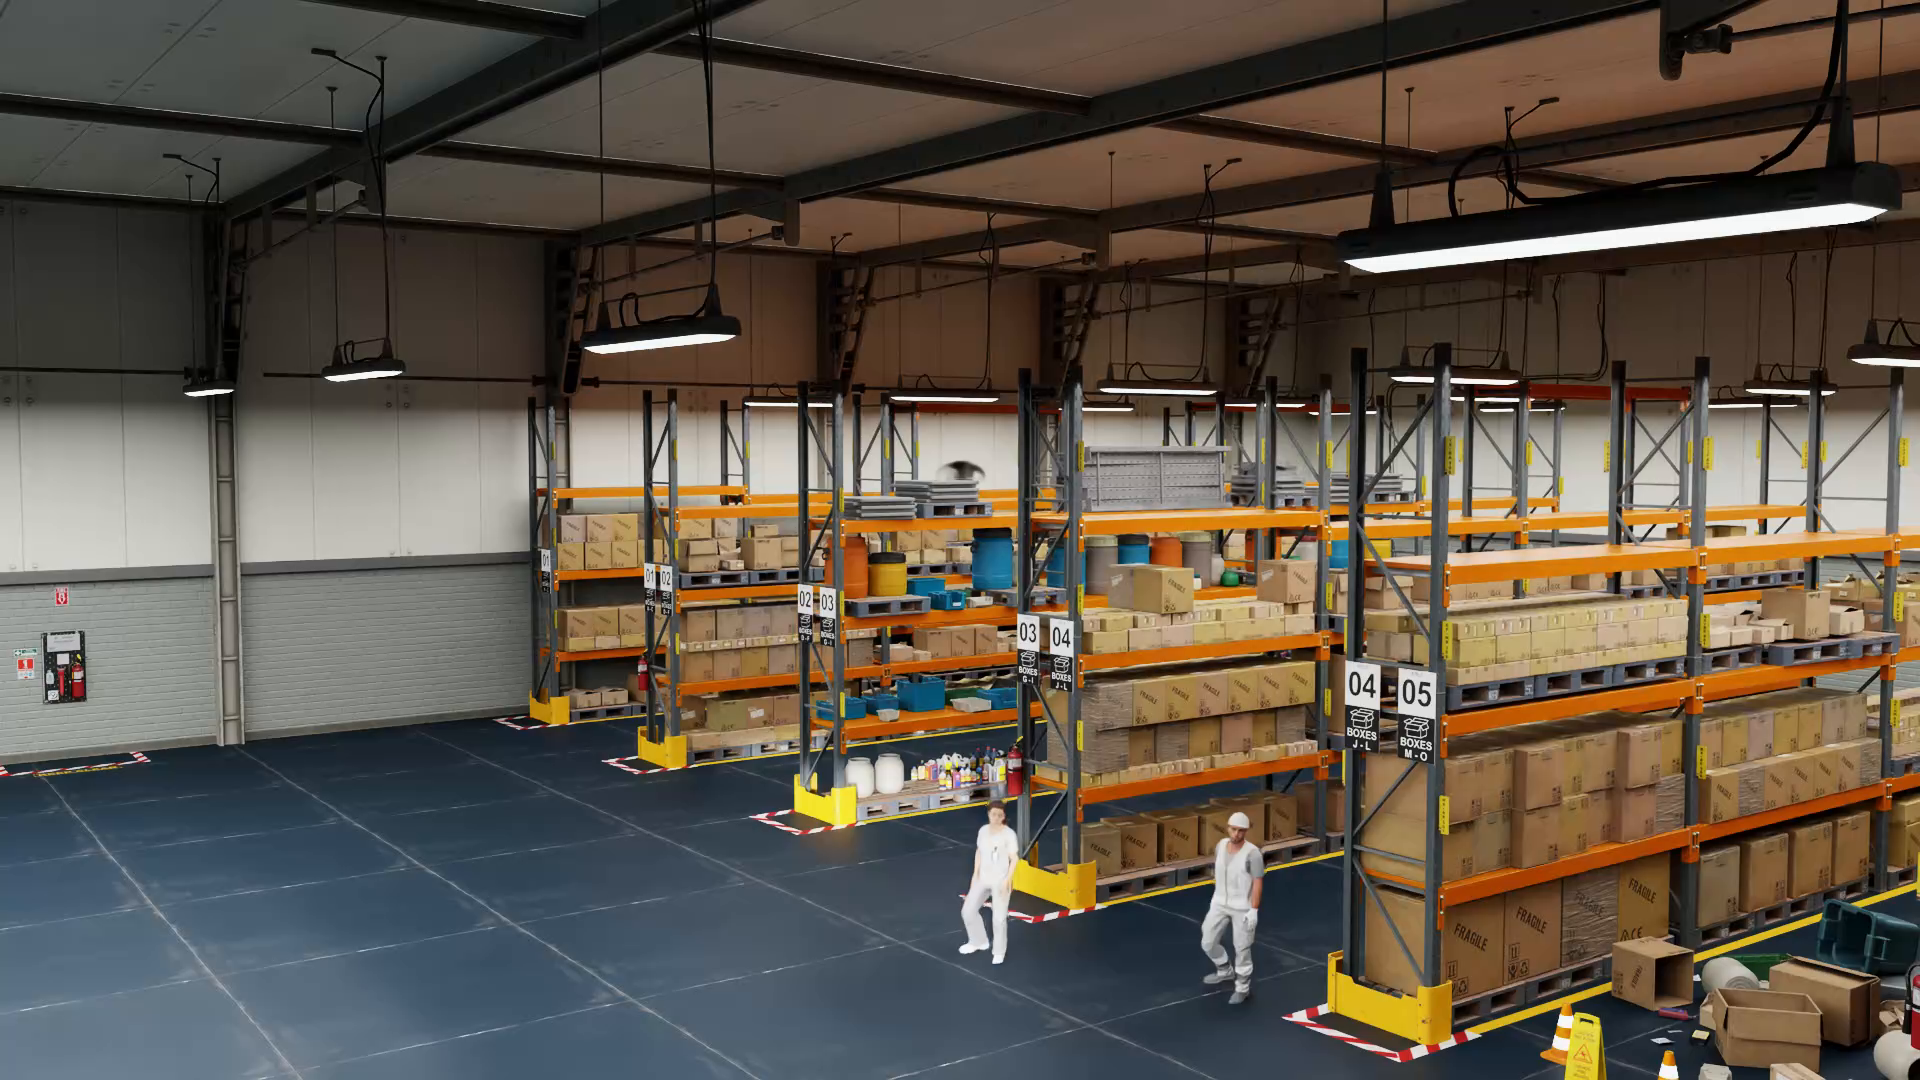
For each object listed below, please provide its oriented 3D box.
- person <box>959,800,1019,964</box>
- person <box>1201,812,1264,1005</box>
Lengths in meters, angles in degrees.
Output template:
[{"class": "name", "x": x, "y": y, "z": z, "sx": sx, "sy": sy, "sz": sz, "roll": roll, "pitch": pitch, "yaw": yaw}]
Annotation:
[{"class": "person", "x": 0.256, "y": 3.372, "z": 16.409, "sx": 0.712, "sy": 1.645, "sz": 0.561, "roll": 2, "pitch": 4, "yaw": 27}, {"class": "person", "x": 2.502, "y": 3.377, "z": 15.311, "sx": 0.669, "sy": 1.813, "sz": 0.452, "roll": 3, "pitch": 4, "yaw": 40}]
